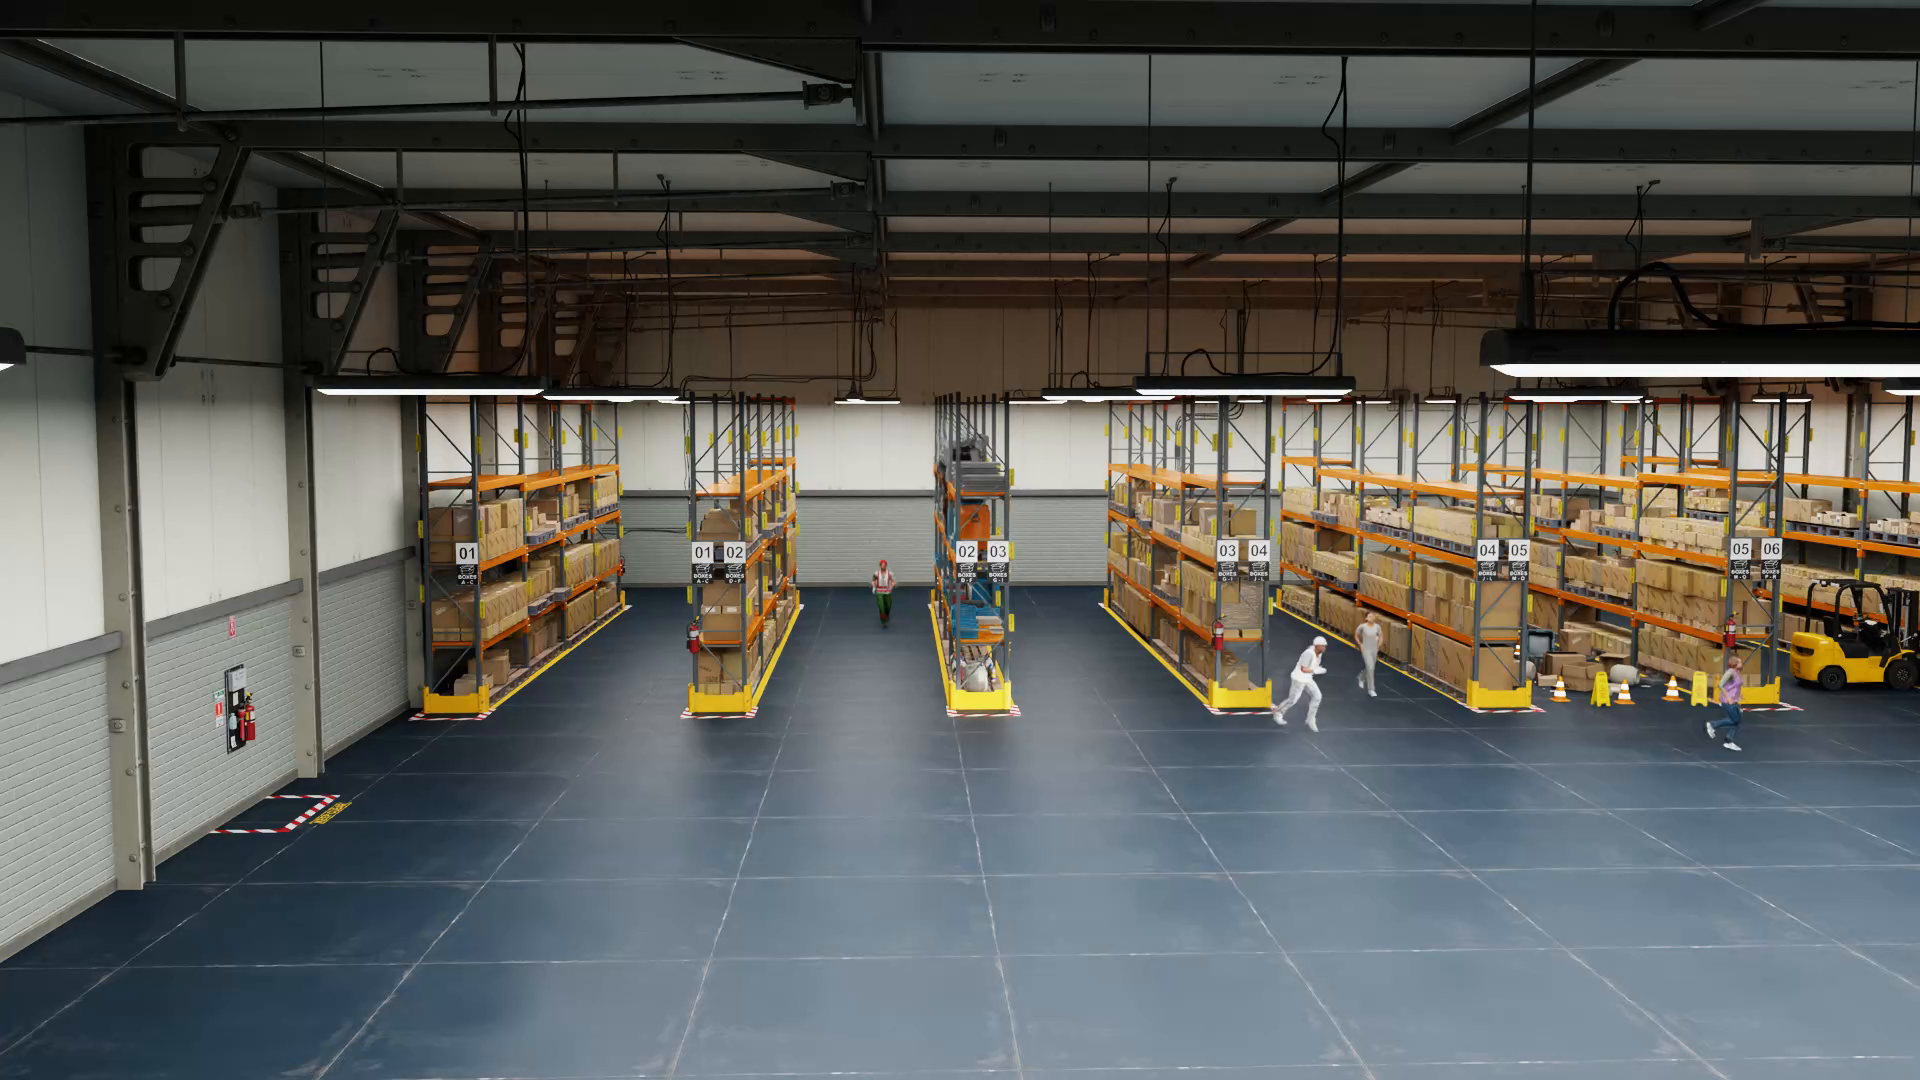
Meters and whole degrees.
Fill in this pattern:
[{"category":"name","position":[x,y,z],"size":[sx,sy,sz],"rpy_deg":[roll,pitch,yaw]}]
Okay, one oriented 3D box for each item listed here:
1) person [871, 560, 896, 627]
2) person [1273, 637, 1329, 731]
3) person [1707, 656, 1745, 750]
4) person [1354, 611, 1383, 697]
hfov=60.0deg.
[{"category":"person","position":[-1.988,1.384,43.288],"size":[0.651,1.747,0.692],"rpy_deg":[0,5,-2]},{"category":"person","position":[6.059,2.545,29.535],"size":[1.009,1.721,0.715],"rpy_deg":[3,6,34]},{"category":"person","position":[12.881,2.720,27.949],"size":[0.553,1.565,0.559],"rpy_deg":[4,6,42]},{"category":"person","position":[8.131,2.224,33.065],"size":[0.562,1.672,0.895],"rpy_deg":[-1,5,-11]}]
